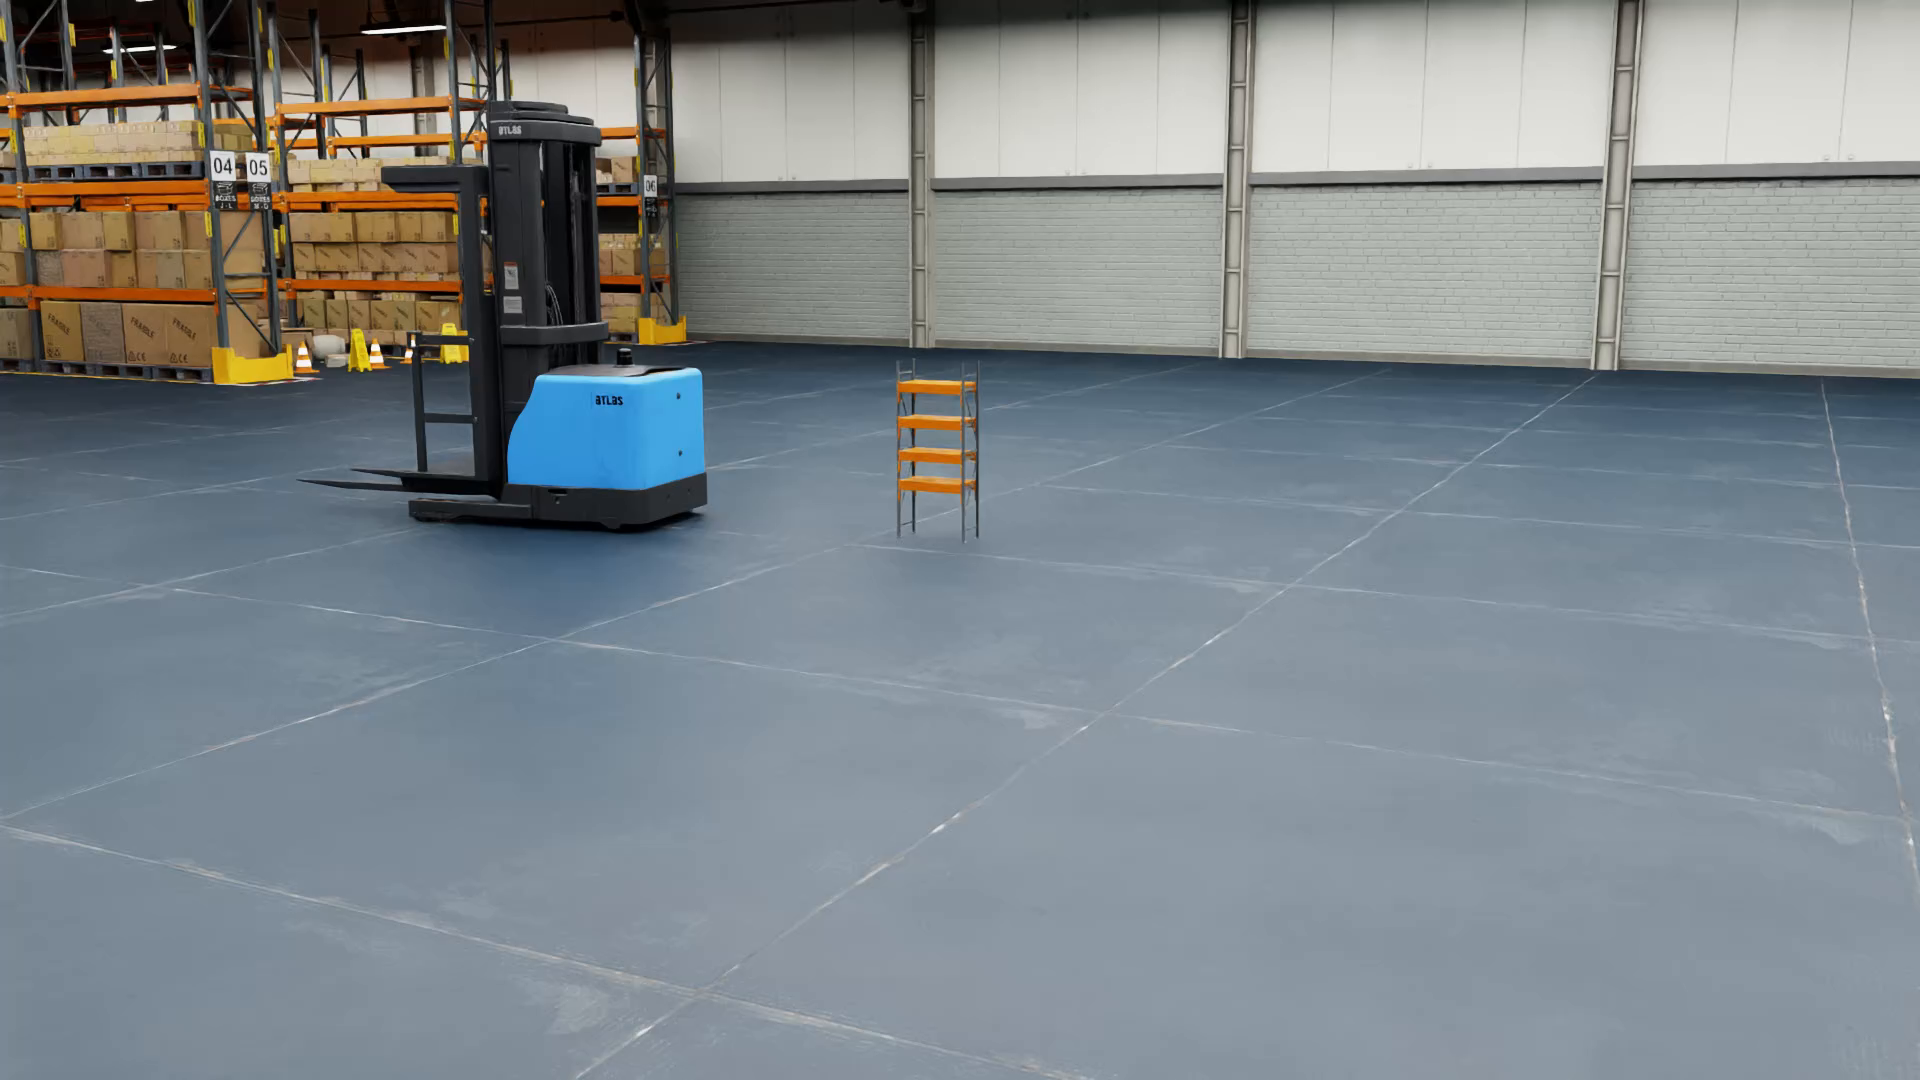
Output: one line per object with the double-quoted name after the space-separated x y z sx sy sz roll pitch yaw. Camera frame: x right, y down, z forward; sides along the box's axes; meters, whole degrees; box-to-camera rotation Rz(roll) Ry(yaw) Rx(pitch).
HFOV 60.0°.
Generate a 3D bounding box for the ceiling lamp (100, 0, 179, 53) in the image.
-16.840 -11.712 34.283 2.000 3.185 0.800 5 11 26 "ceiling lamp"

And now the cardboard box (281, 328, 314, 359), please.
-11.279 -3.350 28.331 0.500 0.500 0.500 -4 11 -23 "cardboard box"

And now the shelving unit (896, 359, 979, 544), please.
-0.148 -0.603 11.195 0.503 1.200 0.258 5 11 26 "shelving unit"

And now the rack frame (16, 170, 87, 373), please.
-13.738 -4.082 25.364 0.127 3.000 1.000 5 11 26 "rack frame"

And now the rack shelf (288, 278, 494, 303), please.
-9.845 -4.369 28.969 4.000 0.370 1.077 5 11 26 "rack shelf"

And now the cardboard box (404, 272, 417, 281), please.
-9.222 -4.479 28.259 0.250 0.149 0.380 5 12 27 "cardboard box"

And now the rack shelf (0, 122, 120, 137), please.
-17.019 -7.755 31.954 4.000 0.370 1.077 5 11 26 "rack shelf"

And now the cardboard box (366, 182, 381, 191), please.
-9.892 -6.015 28.328 0.250 0.149 0.380 5 11 25 "cardboard box"

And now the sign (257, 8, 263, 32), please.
-9.900 -7.345 23.478 0.005 0.325 0.100 5 11 26 "sign"

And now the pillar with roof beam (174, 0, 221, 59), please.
-18.835 -11.696 33.702 0.548 2.987 8.718 5 11 26 "pillar with roof beam"

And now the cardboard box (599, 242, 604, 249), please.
-6.958 -5.777 32.623 0.250 0.149 0.380 5 11 25 "cardboard box"

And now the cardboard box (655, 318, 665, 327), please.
-6.212 -4.282 33.010 0.500 0.250 0.500 5 11 26 "cardboard box"

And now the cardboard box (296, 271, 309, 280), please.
-11.498 -4.681 29.378 0.250 0.149 0.380 5 11 26 "cardboard box"

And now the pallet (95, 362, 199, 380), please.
-11.992 -2.542 24.682 1.213 0.211 1.003 5 11 26 "pallet"

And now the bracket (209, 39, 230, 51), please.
-16.630 -11.137 37.391 0.430 0.232 0.235 5 11 26 "bracket"

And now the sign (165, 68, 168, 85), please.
-14.994 -8.734 31.376 0.005 0.325 0.100 5 11 26 "sign"

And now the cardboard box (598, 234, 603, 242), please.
-6.945 -5.930 32.637 0.250 0.149 0.380 5 11 26 "cardboard box"

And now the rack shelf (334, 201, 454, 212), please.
-11.239 -6.954 34.826 4.000 0.370 1.077 5 11 26 "rack shelf"

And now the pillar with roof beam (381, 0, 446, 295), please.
-13.369 -8.295 31.794 0.548 9.000 9.100 5 11 26 "pillar with roof beam"

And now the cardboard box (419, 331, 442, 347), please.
-8.917 -3.442 28.367 0.500 0.250 0.500 5 11 26 "cardboard box"

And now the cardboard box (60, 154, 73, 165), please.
-12.881 -5.548 24.284 0.250 0.149 0.380 5 11 25 "cardboard box"

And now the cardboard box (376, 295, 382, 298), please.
-11.890 -4.926 35.512 0.625 0.625 0.875 5 12 28 "cardboard box"

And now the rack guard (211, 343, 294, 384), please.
-10.129 -2.535 23.835 0.348 0.500 1.175 5 11 26 "rack guard"

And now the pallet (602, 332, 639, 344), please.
-6.563 -4.040 32.961 1.213 0.211 1.003 5 11 26 "pallet"

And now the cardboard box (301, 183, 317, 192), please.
-11.258 -6.140 29.014 0.250 0.149 0.380 5 11 26 "cardboard box"

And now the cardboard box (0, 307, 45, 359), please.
-14.334 -3.217 25.718 0.750 0.750 1.050 5 11 26 "cardboard box"

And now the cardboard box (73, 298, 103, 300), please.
-16.606 -4.496 32.436 0.875 0.875 0.875 5 11 27 "cardboard box"

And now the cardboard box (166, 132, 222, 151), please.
-10.713 -5.566 23.262 0.500 0.250 0.500 5 11 27 "cardboard box"

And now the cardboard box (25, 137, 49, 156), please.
-13.423 -5.804 24.577 0.500 0.250 0.500 5 11 26 "cardboard box"

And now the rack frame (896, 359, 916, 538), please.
-0.367 -0.623 11.302 0.015 1.200 0.240 5 11 26 "rack frame"

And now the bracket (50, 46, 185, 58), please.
-19.685 -11.405 38.874 4.783 0.066 0.076 5 11 26 "bracket"

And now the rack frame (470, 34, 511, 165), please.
-9.445 -8.626 33.624 0.127 3.000 1.000 5 11 26 "rack frame"

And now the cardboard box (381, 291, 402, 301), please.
-9.704 -4.189 28.565 0.250 0.149 0.380 6 12 28 "cardboard box"

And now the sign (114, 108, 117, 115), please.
-19.943 -10.196 39.232 0.005 0.325 0.100 5 11 26 "sign"

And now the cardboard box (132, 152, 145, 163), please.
-11.512 -5.428 23.620 0.250 0.149 0.380 5 11 25 "cardboard box"

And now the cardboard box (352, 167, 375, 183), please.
-10.001 -6.231 28.399 0.500 0.250 0.500 5 11 26 "cardboard box"

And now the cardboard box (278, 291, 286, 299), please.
-14.962 -5.420 36.772 0.250 0.149 0.380 5 11 26 "cardboard box"

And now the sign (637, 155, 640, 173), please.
-6.111 -7.146 31.605 0.005 0.325 0.100 5 11 26 "sign"

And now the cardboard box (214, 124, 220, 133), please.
-10.534 -5.865 23.796 0.250 0.149 0.380 5 11 26 "cardboard box"

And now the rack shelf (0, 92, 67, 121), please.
-15.531 -6.641 25.800 4.000 0.370 1.077 5 11 26 "rack shelf"

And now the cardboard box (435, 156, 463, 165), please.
-8.485 -6.290 27.605 0.250 0.149 0.380 5 11 26 "cardboard box"

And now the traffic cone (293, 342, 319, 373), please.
-9.999 -2.787 25.333 0.334 0.463 0.336 5 11 26 "traffic cone"

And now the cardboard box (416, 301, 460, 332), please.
-8.885 -3.810 28.294 0.500 0.500 0.500 5 11 26 "cardboard box"

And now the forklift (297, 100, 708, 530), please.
-3.443 -1.647 12.103 3.031 2.935 1.130 3 11 18 "forklift"

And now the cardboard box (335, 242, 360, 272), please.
-10.462 -4.920 28.875 0.500 0.500 0.500 5 11 25 "cardboard box"

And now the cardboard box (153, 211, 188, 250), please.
-11.000 -4.436 23.867 0.550 0.550 0.875 5 11 26 "cardboard box"

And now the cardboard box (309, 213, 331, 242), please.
-10.891 -5.455 29.027 0.500 0.500 0.700 5 11 26 "cardboard box"

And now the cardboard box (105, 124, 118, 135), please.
-11.971 -5.860 23.772 0.250 0.149 0.380 5 11 26 "cardboard box"

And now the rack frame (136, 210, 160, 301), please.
-15.224 -5.197 31.521 0.053 2.616 0.949 5 11 26 "rack frame"

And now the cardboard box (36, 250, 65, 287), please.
-13.402 -4.129 25.200 0.550 0.550 0.875 5 11 26 "cardboard box"

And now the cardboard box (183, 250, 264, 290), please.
-10.504 -3.863 23.731 0.550 0.550 0.875 5 11 26 "cardboard box"

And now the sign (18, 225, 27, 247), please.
-13.969 -4.526 24.785 0.005 0.325 0.100 5 11 26 "sign"

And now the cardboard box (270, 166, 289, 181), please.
-12.226 -6.513 29.611 0.500 0.250 0.500 5 11 25 "cardboard box"

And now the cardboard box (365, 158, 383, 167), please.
-9.875 -6.405 28.243 0.250 0.149 0.380 5 12 27 "cardboard box"
